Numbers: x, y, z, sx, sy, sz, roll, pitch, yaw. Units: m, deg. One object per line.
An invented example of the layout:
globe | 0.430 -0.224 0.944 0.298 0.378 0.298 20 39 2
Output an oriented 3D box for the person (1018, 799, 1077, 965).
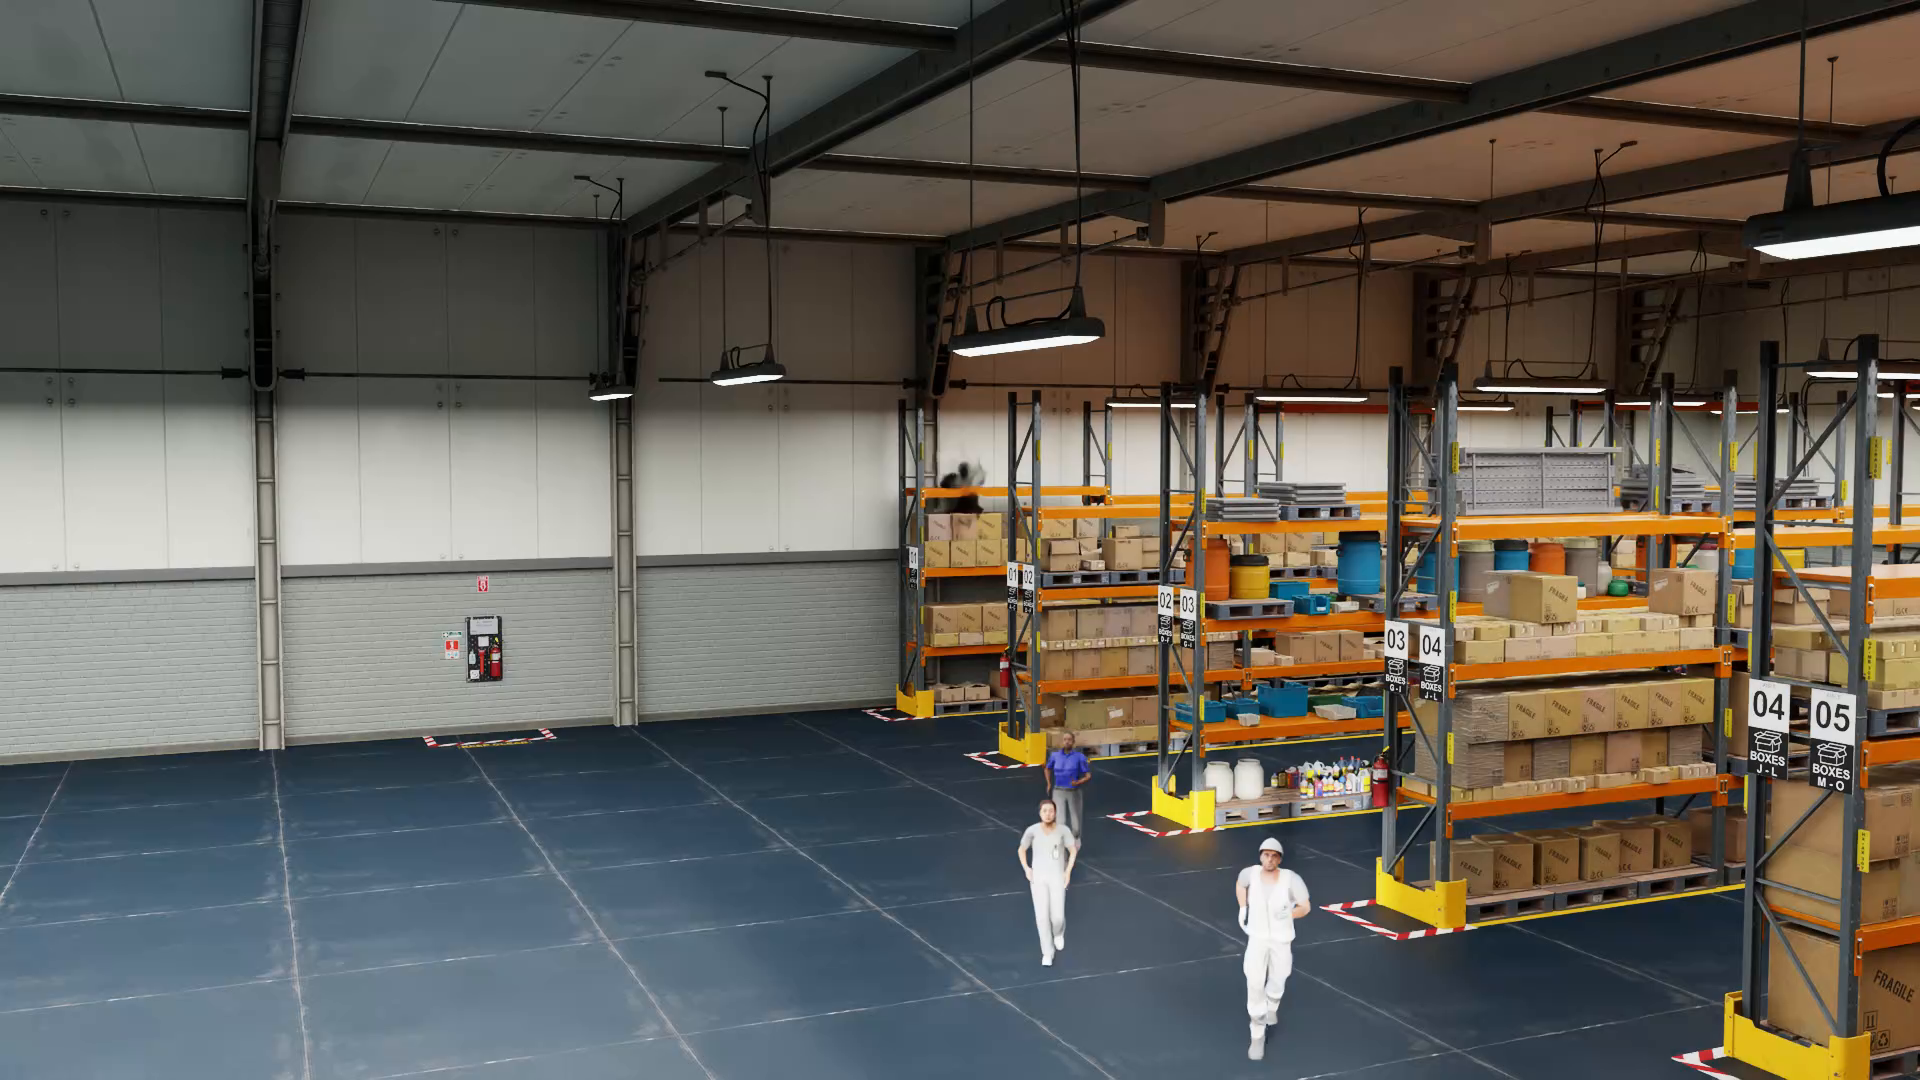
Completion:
person | 0.864 3.377 16.546 0.582 1.635 0.512 0 3 7

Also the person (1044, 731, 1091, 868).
person | 1.313 3.151 20.415 0.588 1.622 0.815 0 3 8

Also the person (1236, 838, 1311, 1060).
person | 2.686 3.448 14.284 0.626 1.840 0.901 1 3 10
